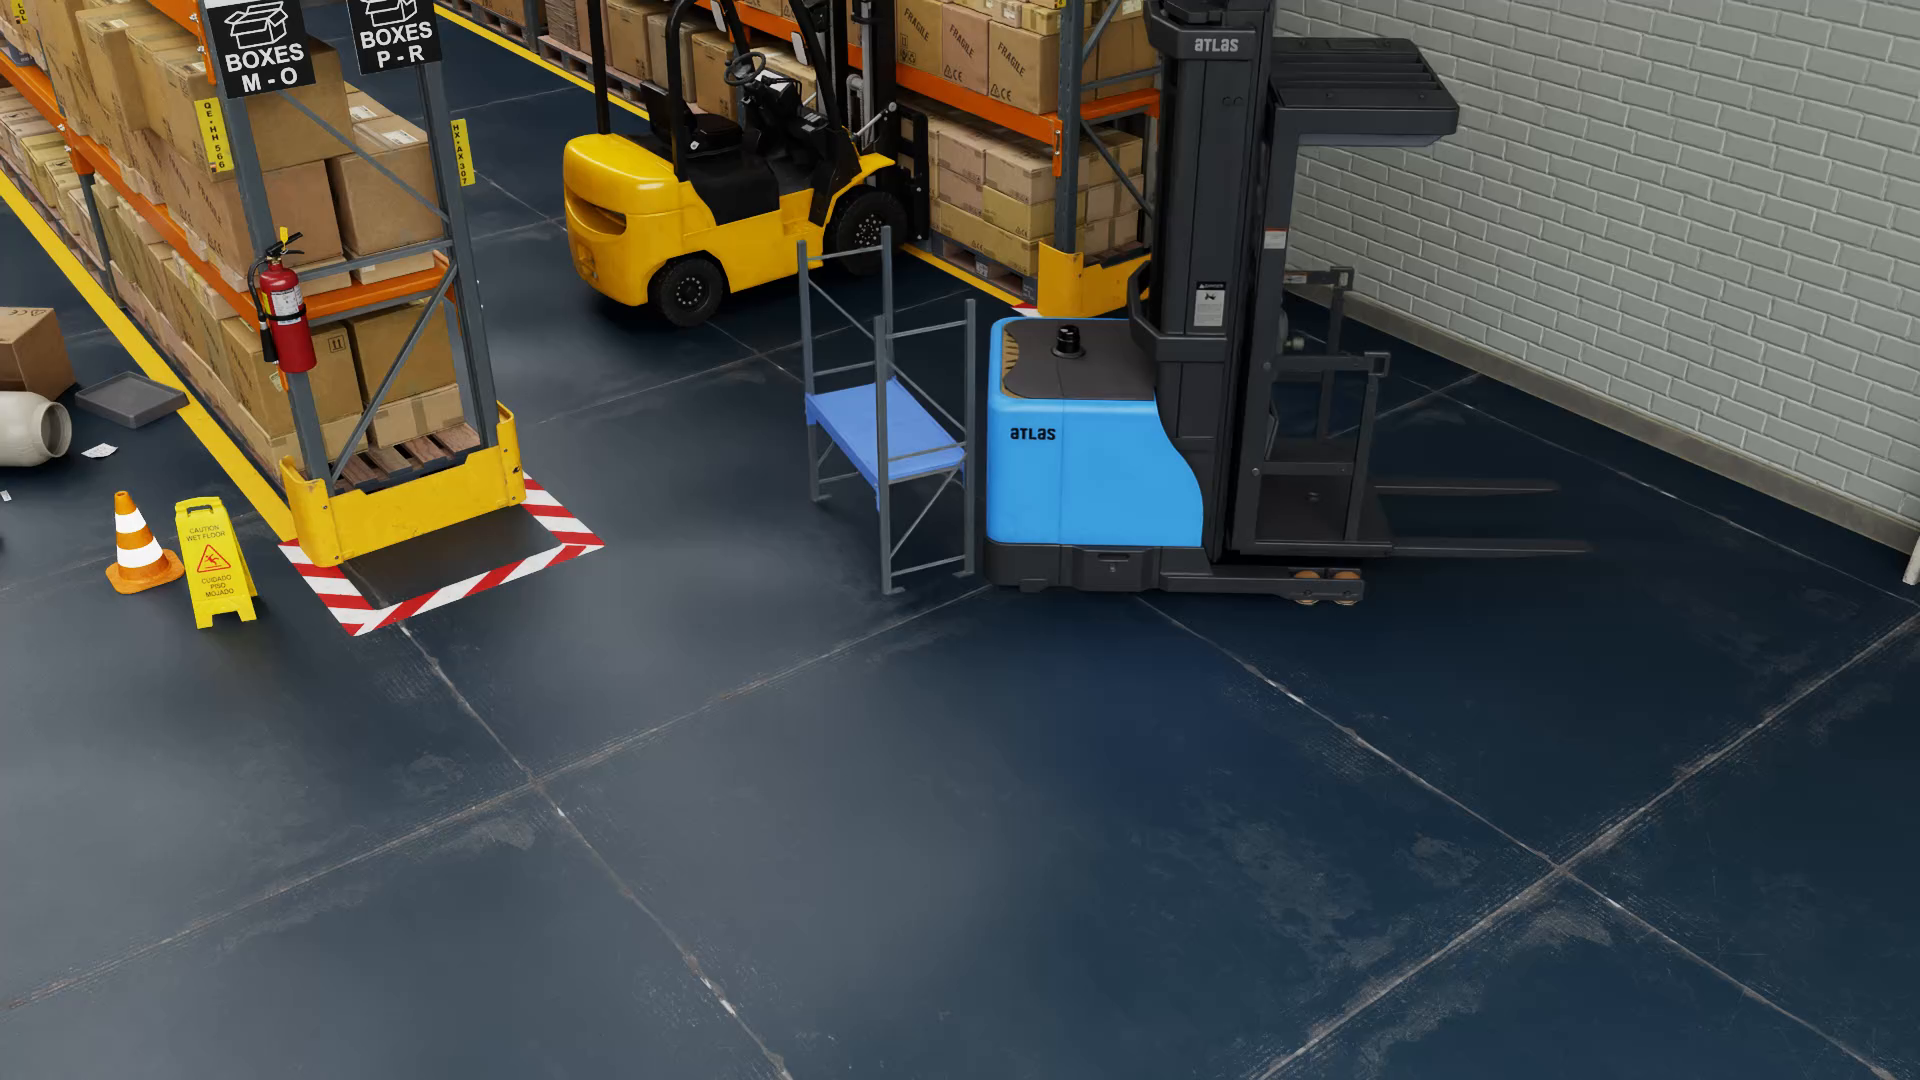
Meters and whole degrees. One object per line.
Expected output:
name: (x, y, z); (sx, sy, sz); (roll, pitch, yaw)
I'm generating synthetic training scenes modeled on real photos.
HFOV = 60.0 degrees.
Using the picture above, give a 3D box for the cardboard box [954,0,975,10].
cardboard box: (0.179, -3.659, 11.089); (0.380, 0.149, 0.250); (-23, 38, -32)

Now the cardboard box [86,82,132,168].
cardboard box: (-4.651, -2.495, 9.548); (0.500, 0.500, 0.500); (-23, 38, -32)

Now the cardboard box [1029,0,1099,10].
cardboard box: (0.661, -3.481, 10.520); (0.380, 0.149, 0.250); (-22, 38, -31)

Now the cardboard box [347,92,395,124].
cardboard box: (-3.263, -2.019, 8.781); (0.500, 0.500, 0.500); (-21, 38, -30)

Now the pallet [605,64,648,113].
pallet: (-2.641, -4.241, 15.378); (1.003, 0.211, 1.213); (-22, 38, -31)

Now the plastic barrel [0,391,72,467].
plastic barrel: (-5.334, -0.624, 9.354); (0.512, 0.421, 0.421); (1, 32, 2)

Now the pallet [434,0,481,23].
pallet: (-5.031, -5.936, 18.108); (1.003, 0.211, 1.213); (-22, 38, -31)

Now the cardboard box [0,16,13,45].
cardboard box: (-6.351, -3.528, 11.428); (0.380, 0.149, 0.250); (-22, 38, -31)

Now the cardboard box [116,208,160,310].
cardboard box: (-4.838, -1.791, 10.288); (0.500, 0.500, 0.500); (-21, 37, -30)

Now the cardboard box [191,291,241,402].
cardboard box: (-3.892, -1.143, 9.244); (0.500, 0.500, 0.500); (-21, 37, -30)

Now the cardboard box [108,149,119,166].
cardboard box: (-4.878, -2.369, 9.960); (0.380, 0.149, 0.250); (-21, 38, -30)

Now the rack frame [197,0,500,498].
rack frame: (-2.872, -1.348, 8.077); (1.000, 3.000, 0.127); (-22, 38, -31)

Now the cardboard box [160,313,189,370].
cardboard box: (-4.512, -1.253, 10.132); (0.500, 0.250, 0.500); (-23, 38, -32)

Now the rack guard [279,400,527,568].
rack guard: (-2.918, -0.318, 8.788); (1.175, 0.500, 0.348); (-22, 38, -31)

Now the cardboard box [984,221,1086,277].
cardboard box: (0.509, -2.059, 11.431); (0.500, 0.250, 0.500); (-22, 38, -31)

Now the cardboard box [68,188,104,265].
cardboard box: (-5.648, -2.295, 11.694); (0.950, 0.372, 0.625); (-22, 38, -31)

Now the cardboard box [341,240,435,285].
cardboard box: (-2.916, -1.450, 8.479); (0.380, 0.149, 0.250); (-22, 38, -31)

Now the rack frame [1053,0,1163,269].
rack frame: (1.047, -2.955, 10.665); (1.000, 3.000, 0.127); (-22, 38, -31)

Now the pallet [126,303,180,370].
pallet: (-4.885, -1.562, 11.065); (1.003, 0.211, 1.213); (-22, 38, -31)

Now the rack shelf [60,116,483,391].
rack shelf: (-4.098, -1.876, 9.609); (1.077, 0.370, 4.000); (-22, 38, -31)

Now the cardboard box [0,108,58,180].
cardboard box: (-6.980, -3.200, 13.153); (0.950, 0.372, 0.625); (-23, 39, -32)

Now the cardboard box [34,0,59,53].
cardboard box: (-4.930, -3.135, 9.630); (0.700, 0.500, 0.500); (-22, 38, -31)

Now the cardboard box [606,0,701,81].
cardboard box: (-2.667, -4.644, 15.238); (0.875, 0.625, 0.625); (-24, 39, -33)

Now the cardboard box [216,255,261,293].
cardboard box: (-3.513, -1.397, 8.395); (0.380, 0.149, 0.250); (-23, 38, -32)

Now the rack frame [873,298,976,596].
rack frame: (-0.160, -0.422, 8.007); (0.500, 1.500, 0.032); (-14, 34, -21)

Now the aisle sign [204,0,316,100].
aisle sign: (-3.063, -2.333, 7.199); (0.394, 0.787, 0.004); (-22, 38, -31)

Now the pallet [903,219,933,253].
pallet: (-0.199, -2.584, 12.710); (1.003, 0.211, 1.213); (-22, 38, -31)

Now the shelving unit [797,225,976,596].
shelving unit: (-0.372, -0.665, 8.399); (0.538, 1.500, 1.048); (-14, 34, -21)

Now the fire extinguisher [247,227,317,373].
fire extinguisher: (-3.165, -1.118, 7.781); (0.296, 0.674, 0.183); (-22, 38, -31)

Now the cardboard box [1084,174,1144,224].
cardboard box: (0.923, -2.441, 11.572); (0.500, 0.250, 0.500); (-21, 38, -31)

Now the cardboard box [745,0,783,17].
cardboard box: (-1.340, -4.395, 12.889); (0.500, 0.500, 0.500); (-23, 39, -33)

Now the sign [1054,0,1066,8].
sign: (0.610, -3.378, 10.024); (0.100, 0.325, 0.005); (-22, 38, -31)

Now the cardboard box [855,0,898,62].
cardboard box: (-0.404, -3.757, 11.861); (0.500, 0.500, 0.500); (-22, 38, -31)

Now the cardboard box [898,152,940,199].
cardboard box: (-0.131, -2.701, 11.989); (0.500, 0.250, 0.500); (-23, 39, -32)

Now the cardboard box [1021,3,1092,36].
cardboard box: (0.613, -3.327, 10.554); (0.380, 0.149, 0.250); (-22, 38, -31)

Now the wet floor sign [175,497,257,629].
wet floor sign: (-3.600, 0.078, 8.013); (0.267, 0.644, 0.232); (-10, 33, -15)

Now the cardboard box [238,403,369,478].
cardboard box: (-3.595, -0.618, 9.110); (0.500, 0.250, 0.500); (-22, 38, -32)

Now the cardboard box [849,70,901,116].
cardboard box: (-0.737, -3.334, 12.536); (0.500, 0.250, 0.500); (-21, 37, -30)

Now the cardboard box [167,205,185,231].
cardboard box: (-4.110, -1.838, 9.105); (0.380, 0.149, 0.250); (-23, 38, -32)

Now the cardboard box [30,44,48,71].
cardboard box: (-5.858, -3.212, 10.918); (0.380, 0.149, 0.250); (-22, 38, -31)

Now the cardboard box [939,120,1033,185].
cardboard box: (0.200, -2.692, 11.502); (0.500, 0.250, 0.500); (-22, 38, -31)

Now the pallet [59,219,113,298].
pallet: (-5.803, -2.154, 12.019); (1.003, 0.211, 1.213); (-22, 38, -31)

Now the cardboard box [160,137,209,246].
cardboard box: (-3.725, -1.864, 8.531); (0.500, 0.500, 0.500); (-22, 38, -31)

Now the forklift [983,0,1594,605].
forklift: (1.646, -1.209, 7.919); (3.031, 2.935, 1.130); (1, 32, 2)

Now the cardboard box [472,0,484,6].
cardboard box: (-4.909, -5.942, 17.445); (0.500, 0.500, 0.500); (-20, 37, -29)

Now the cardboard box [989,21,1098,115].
cardboard box: (0.538, -3.118, 10.832); (0.500, 0.500, 0.500); (-23, 39, -32)

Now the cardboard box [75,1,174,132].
cardboard box: (-4.056, -2.476, 8.570); (0.700, 0.500, 0.500); (-23, 38, -32)

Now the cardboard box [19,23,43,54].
cardboard box: (-5.789, -3.480, 10.736); (0.500, 0.500, 0.500); (-23, 39, -32)

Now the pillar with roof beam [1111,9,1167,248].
pillar with roof beam: (-2.069, -4.693, 7.777); (9.100, 9.000, 0.400); (-22, 38, -31)

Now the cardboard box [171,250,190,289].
cardboard box: (-4.159, -1.549, 9.284); (0.380, 0.149, 0.250); (-21, 37, -29)

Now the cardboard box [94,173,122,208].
cardboard box: (-5.147, -2.215, 10.355); (0.380, 0.149, 0.250); (-22, 38, -31)
